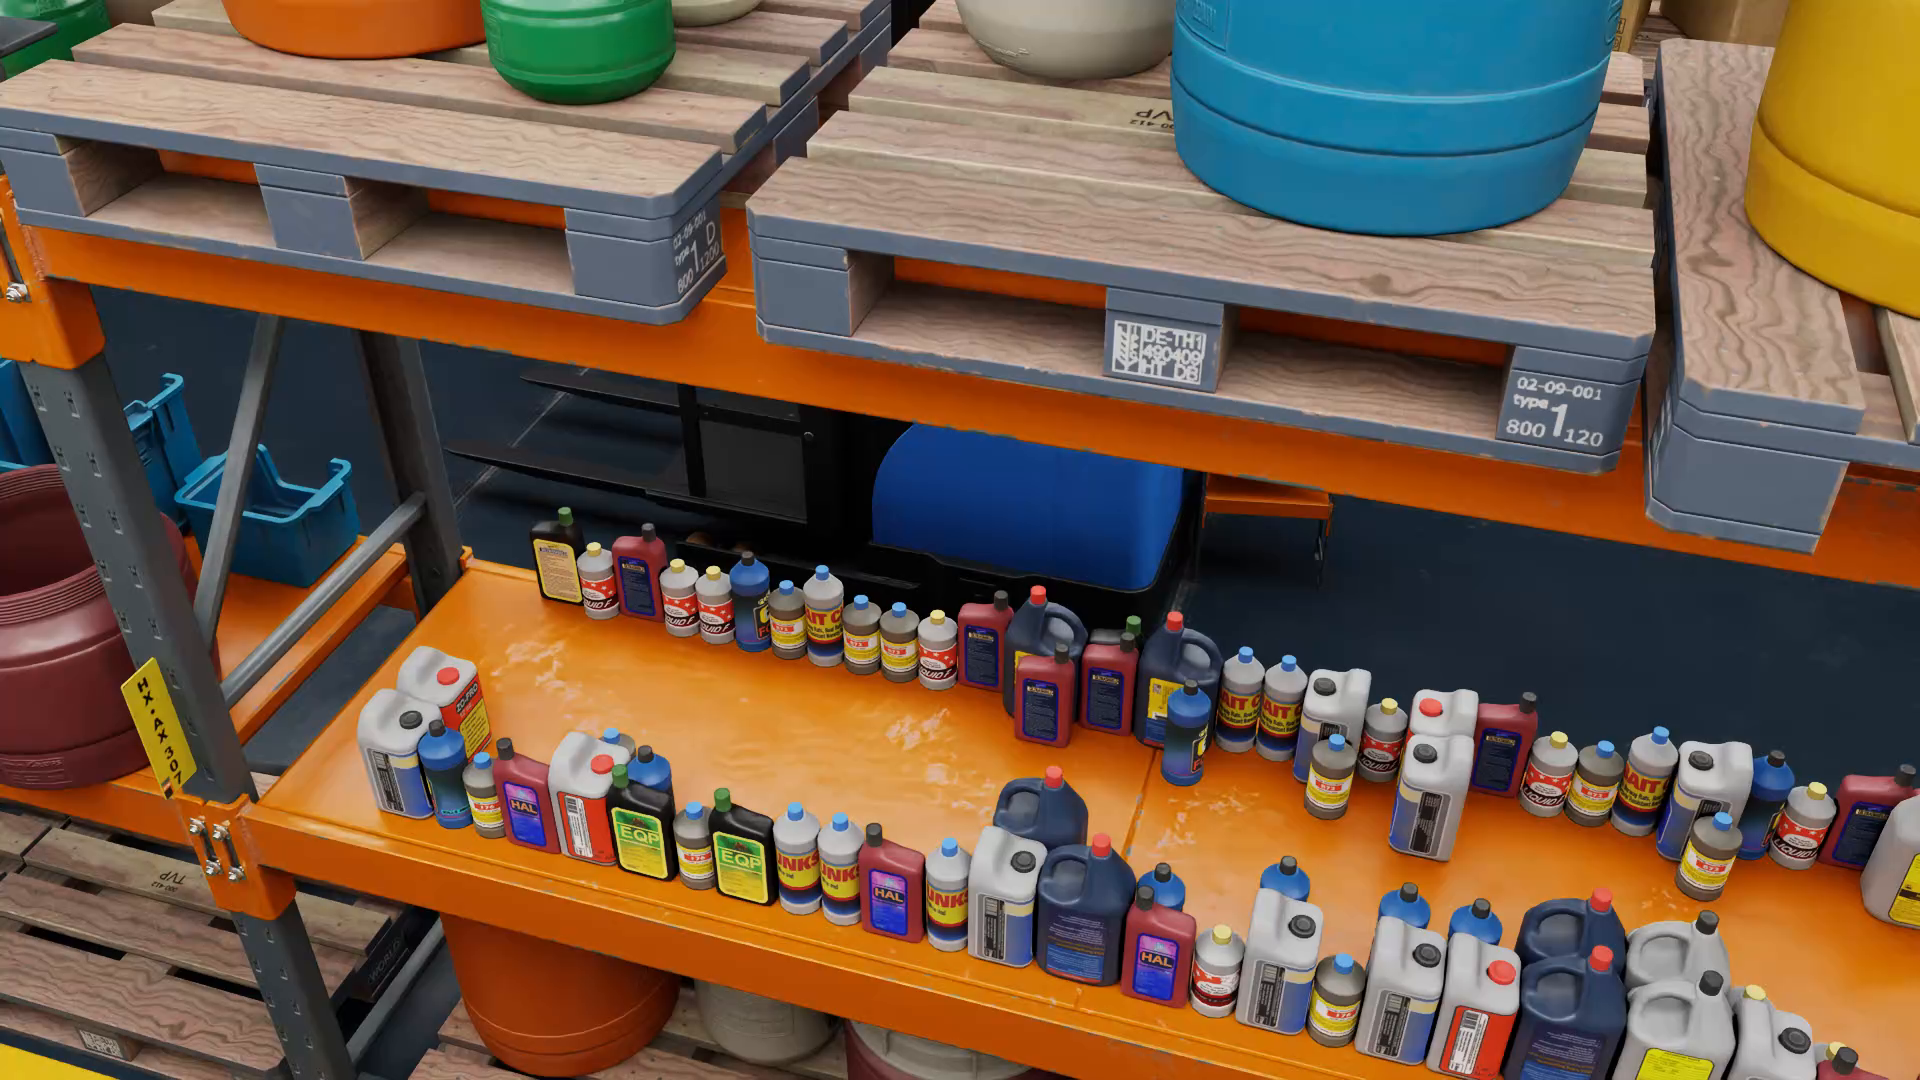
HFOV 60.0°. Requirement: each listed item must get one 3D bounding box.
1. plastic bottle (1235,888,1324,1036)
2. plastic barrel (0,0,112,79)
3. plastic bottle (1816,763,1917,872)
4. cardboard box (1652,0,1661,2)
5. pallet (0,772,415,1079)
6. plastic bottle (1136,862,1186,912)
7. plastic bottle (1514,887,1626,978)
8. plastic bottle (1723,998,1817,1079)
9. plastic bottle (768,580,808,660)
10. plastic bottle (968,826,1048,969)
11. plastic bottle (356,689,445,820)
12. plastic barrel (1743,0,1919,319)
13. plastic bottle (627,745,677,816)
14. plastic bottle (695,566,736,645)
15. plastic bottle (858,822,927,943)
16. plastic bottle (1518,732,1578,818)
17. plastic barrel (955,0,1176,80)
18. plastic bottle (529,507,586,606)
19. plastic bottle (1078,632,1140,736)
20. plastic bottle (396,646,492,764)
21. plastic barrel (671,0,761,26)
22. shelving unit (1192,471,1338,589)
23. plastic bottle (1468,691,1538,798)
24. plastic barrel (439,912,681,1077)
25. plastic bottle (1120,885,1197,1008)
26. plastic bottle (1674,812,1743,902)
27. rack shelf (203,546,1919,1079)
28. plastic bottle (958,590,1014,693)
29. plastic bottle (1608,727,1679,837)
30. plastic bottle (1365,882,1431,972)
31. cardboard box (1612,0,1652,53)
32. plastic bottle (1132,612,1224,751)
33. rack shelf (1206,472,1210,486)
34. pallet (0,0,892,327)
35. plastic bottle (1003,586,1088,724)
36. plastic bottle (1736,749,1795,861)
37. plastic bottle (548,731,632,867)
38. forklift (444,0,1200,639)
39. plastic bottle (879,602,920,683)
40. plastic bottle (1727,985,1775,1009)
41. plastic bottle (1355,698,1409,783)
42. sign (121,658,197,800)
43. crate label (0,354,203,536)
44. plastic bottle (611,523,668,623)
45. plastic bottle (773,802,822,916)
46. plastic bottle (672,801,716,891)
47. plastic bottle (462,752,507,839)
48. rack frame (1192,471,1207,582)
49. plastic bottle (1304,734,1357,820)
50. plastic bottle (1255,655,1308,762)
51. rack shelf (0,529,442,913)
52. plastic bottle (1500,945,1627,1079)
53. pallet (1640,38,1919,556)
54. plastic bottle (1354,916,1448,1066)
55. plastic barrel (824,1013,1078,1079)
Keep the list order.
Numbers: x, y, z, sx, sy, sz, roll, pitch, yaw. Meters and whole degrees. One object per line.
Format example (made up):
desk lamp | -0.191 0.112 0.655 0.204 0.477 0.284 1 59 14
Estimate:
plastic bottle | 0.623 0.808 3.226 0.135 0.276 0.152 10 38 14
plastic barrel | -1.793 -1.004 3.183 0.294 0.245 0.294 0 36 0
plastic bottle | 1.926 0.581 3.529 0.133 0.283 0.061 10 38 14
cardboard box | 4.571 -4.086 11.231 0.750 0.750 0.750 11 38 14
pallet | -2.270 1.121 5.049 1.213 0.211 1.003 10 38 14
plastic bottle | 0.395 0.747 3.313 0.097 0.271 0.097 0 36 0
plastic bottle | 1.167 0.792 3.185 0.185 0.351 0.144 10 38 14
plastic bottle | 1.454 0.962 3.017 0.135 0.276 0.152 10 38 14
plastic bottle | -0.425 0.190 4.129 0.097 0.201 0.097 0 36 0
plastic bottle | 0.098 0.711 3.358 0.135 0.276 0.152 10 38 14
plastic bottle | -1.226 0.466 3.691 0.135 0.276 0.152 10 38 14
plastic barrel | 1.344 -0.636 2.040 0.600 0.588 0.600 0 36 0
plastic bottle | -0.663 0.551 3.579 0.097 0.271 0.097 0 36 0
plastic bottle | -0.611 0.156 4.176 0.097 0.201 0.097 0 36 0
plastic bottle | -0.136 0.693 3.376 0.133 0.283 0.061 10 38 14
plastic bottle | 1.310 0.511 3.692 0.097 0.201 0.097 0 36 0
plastic barrel | 0.195 -1.047 2.643 0.433 0.535 0.433 0 36 0
plastic bottle | -1.029 0.034 4.272 0.133 0.283 0.061 10 38 14
plastic bottle | 0.348 0.326 3.874 0.133 0.283 0.061 10 38 14
plastic bottle | -1.180 0.380 3.808 0.135 0.276 0.152 10 38 14
plastic barrel | -0.475 -1.058 2.889 0.301 0.262 0.301 0 36 0
shelving unit | 1.175 -0.376 6.249 0.503 1.200 0.258 3 36 5
plastic bottle | 1.205 0.448 3.710 0.133 0.283 0.061 10 38 14
plastic barrel | -1.070 0.938 4.421 0.708 0.830 0.600 10 38 14
plastic bottle | 0.389 0.790 3.244 0.133 0.283 0.061 10 38 14
plastic bottle | 1.579 0.656 3.496 0.097 0.201 0.097 0 36 0
rack shelf | 0.367 0.800 3.740 4.000 0.370 1.077 10 38 14
plastic bottle | 0.062 0.236 3.998 0.133 0.283 0.061 10 38 14
plastic bottle | 1.496 0.517 3.625 0.097 0.271 0.097 0 36 0
plastic bottle | 0.864 0.777 3.272 0.097 0.271 0.097 0 36 0
cardboard box | 2.696 -2.444 7.101 0.500 0.500 0.700 16 39 21
plastic bottle | 0.505 0.317 3.831 0.185 0.351 0.144 10 38 14
rack shelf | 1.175 -0.322 6.289 0.480 0.148 0.258 3 36 5
pallet | -0.841 -0.785 2.915 1.213 0.211 1.003 10 38 14
plastic bottle | 0.201 0.260 3.907 0.185 0.351 0.144 10 38 14
plastic bottle | 1.717 0.558 3.569 0.097 0.271 0.097 0 36 0
plastic bottle | -0.784 0.548 3.580 0.135 0.276 0.152 10 38 14
forklift | -0.600 -1.295 6.037 3.031 2.935 1.130 11 38 14
plastic bottle | -0.146 0.242 4.059 0.097 0.201 0.097 0 36 0
plastic bottle | 1.474 0.918 3.139 0.097 0.201 0.097 0 36 0
plastic bottle | 0.961 0.447 3.780 0.097 0.201 0.097 0 36 0
sign | -1.700 0.403 3.534 0.005 0.325 0.100 10 38 14
crate label | -2.410 -0.186 4.443 0.616 0.435 0.502 10 38 14
plastic bottle | -0.809 0.075 4.217 0.133 0.283 0.061 10 38 14
plastic bottle | -0.334 0.650 3.445 0.097 0.271 0.097 0 36 0
plastic bottle | -0.554 0.637 3.521 0.097 0.201 0.097 0 36 0
plastic bottle | -1.030 0.549 3.641 0.097 0.201 0.097 0 36 0
rack frame | 0.933 -0.391 6.269 0.015 1.200 0.240 3 36 5
plastic bottle | 0.823 0.516 3.687 0.097 0.201 0.097 0 36 0
plastic bottle | 0.740 0.377 3.815 0.097 0.271 0.097 0 36 0
rack shelf | -3.451 0.093 4.700 4.000 0.370 1.077 10 38 14
plastic bottle | 1.124 0.874 3.074 0.185 0.351 0.144 10 38 14
pallet | 1.498 -0.352 2.326 1.003 0.211 1.213 10 38 14
plastic bottle | 0.845 0.849 3.170 0.135 0.276 0.152 10 38 14
plastic barrel | 0.008 1.235 4.221 0.708 0.588 0.600 10 38 14
